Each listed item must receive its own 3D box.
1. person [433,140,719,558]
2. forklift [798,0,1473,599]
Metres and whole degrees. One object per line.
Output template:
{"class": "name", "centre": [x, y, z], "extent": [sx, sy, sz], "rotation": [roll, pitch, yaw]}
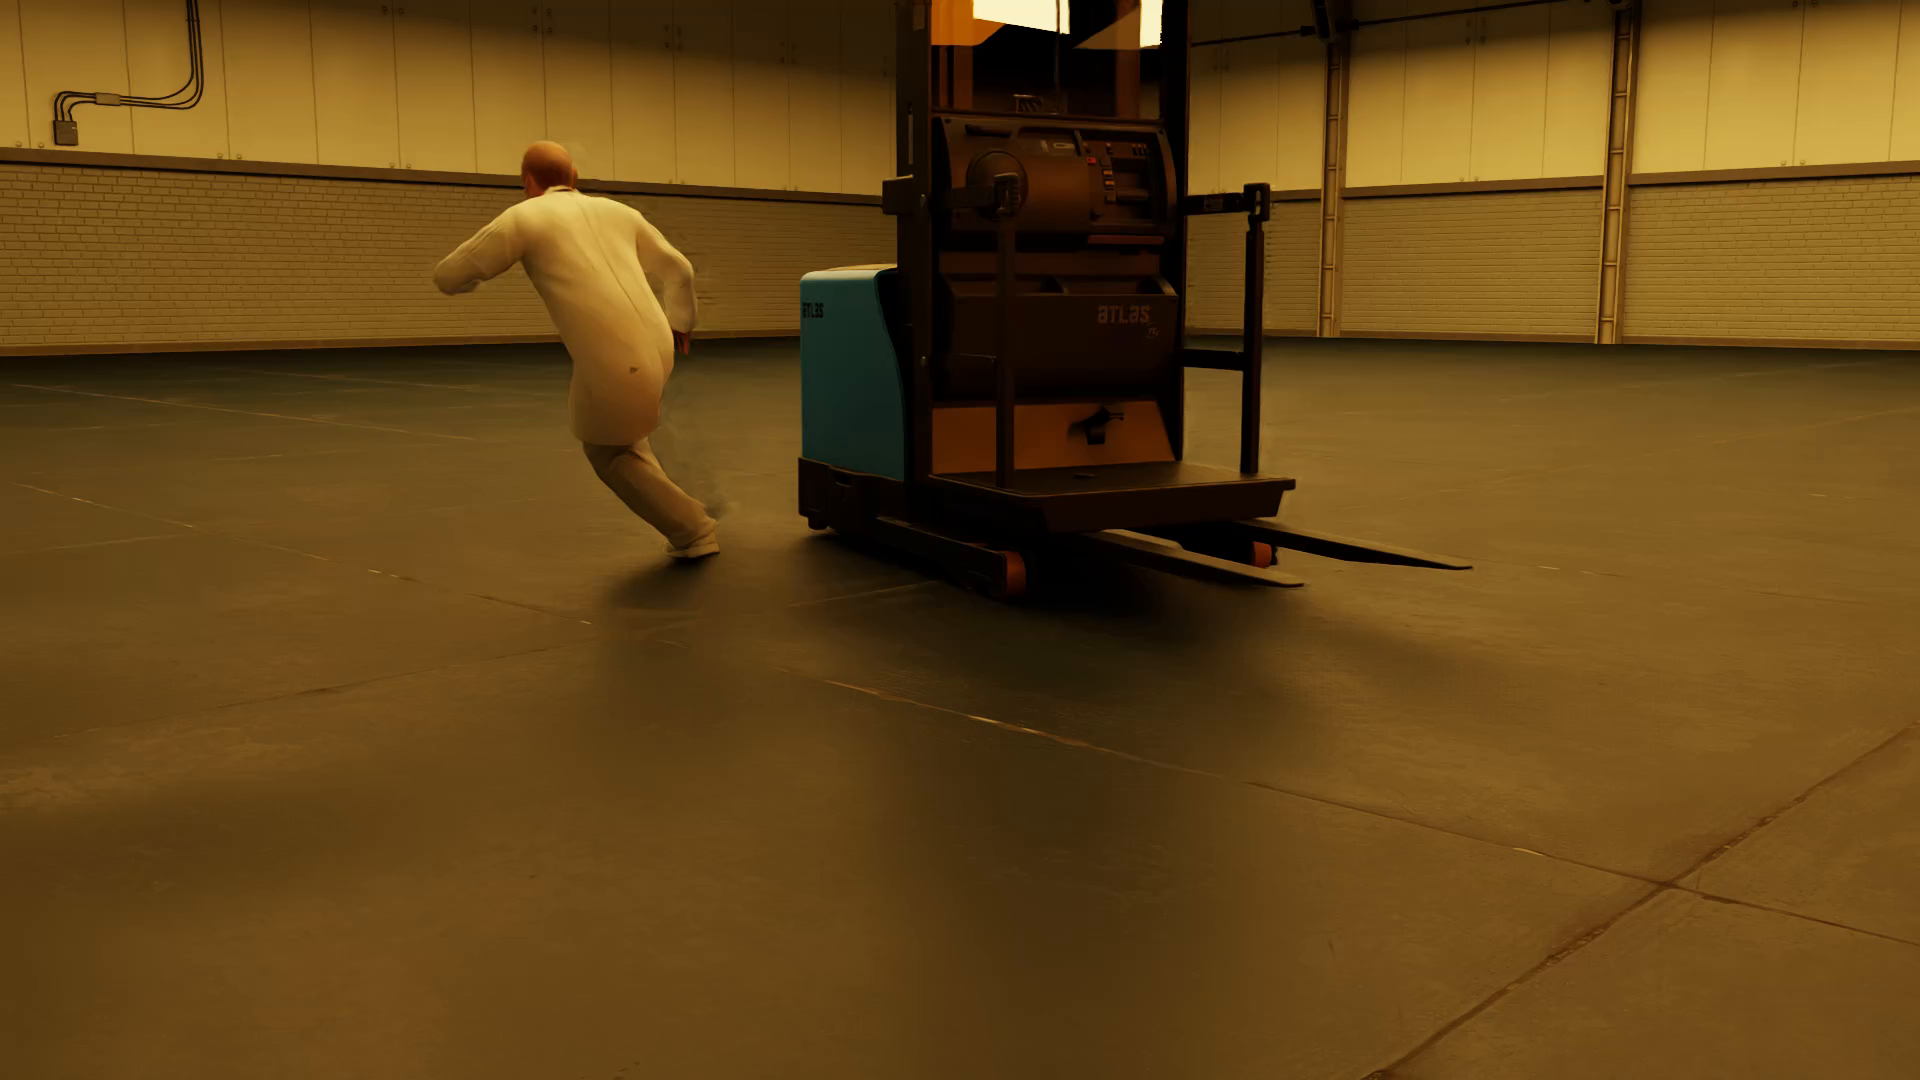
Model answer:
{"class": "person", "centre": [-1.382, -0.670, 6.104], "extent": [0.915, 1.543, 1.018], "rotation": [6, 10, 35]}
{"class": "forklift", "centre": [0.459, -1.330, 5.709], "extent": [1.130, 2.935, 3.031], "rotation": [-4, 10, -27]}
